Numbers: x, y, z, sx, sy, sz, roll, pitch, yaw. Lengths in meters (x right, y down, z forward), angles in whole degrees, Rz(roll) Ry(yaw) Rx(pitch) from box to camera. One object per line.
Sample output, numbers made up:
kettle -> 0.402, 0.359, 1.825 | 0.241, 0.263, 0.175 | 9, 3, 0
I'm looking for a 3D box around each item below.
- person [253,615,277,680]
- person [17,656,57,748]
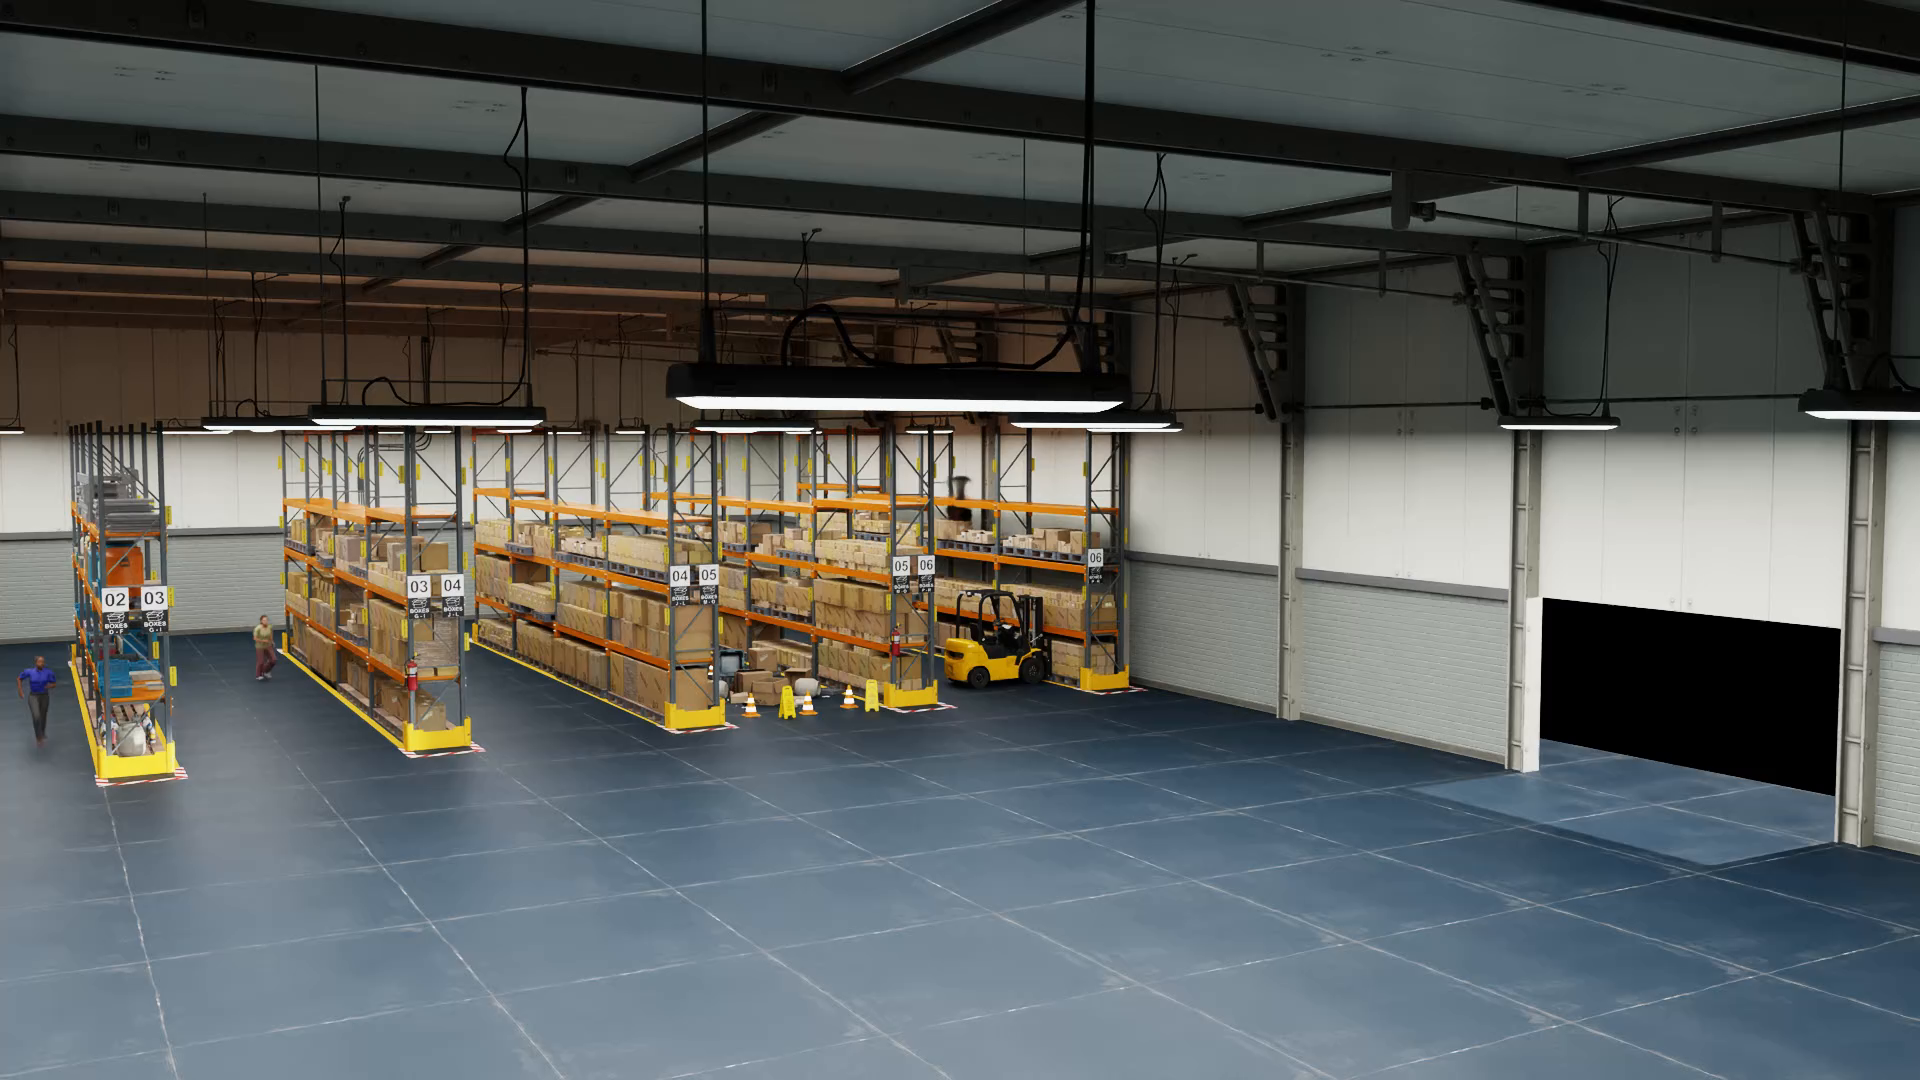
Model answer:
person -> -16.330, 2.526, 39.039 | 0.797, 1.561, 0.587 | 3, 5, 42
person -> -17.148, 2.999, 30.926 | 0.619, 1.688, 0.857 | -3, 5, -38
